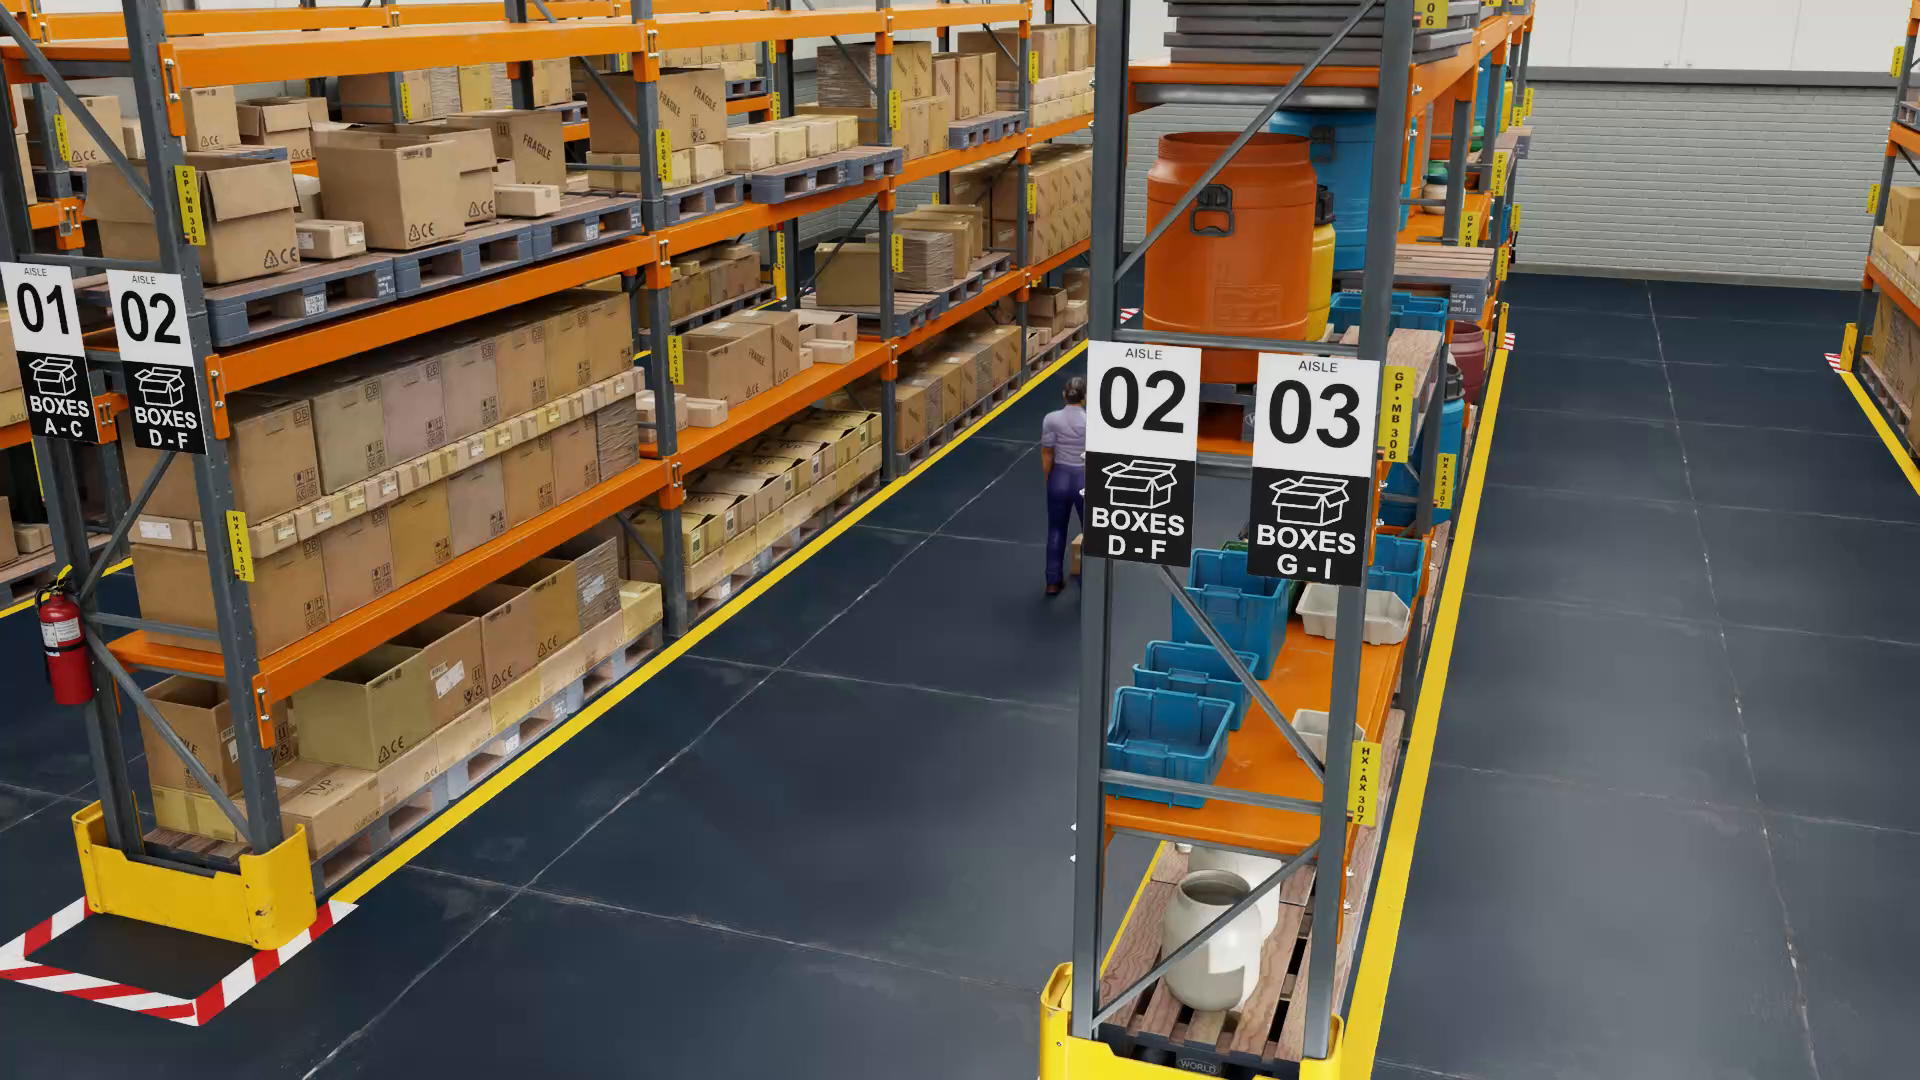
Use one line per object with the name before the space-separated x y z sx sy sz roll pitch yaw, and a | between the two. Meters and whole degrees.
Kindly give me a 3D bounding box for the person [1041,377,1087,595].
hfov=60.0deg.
person | 0.824 -0.383 12.244 0.478 1.637 0.337 7 20 19
